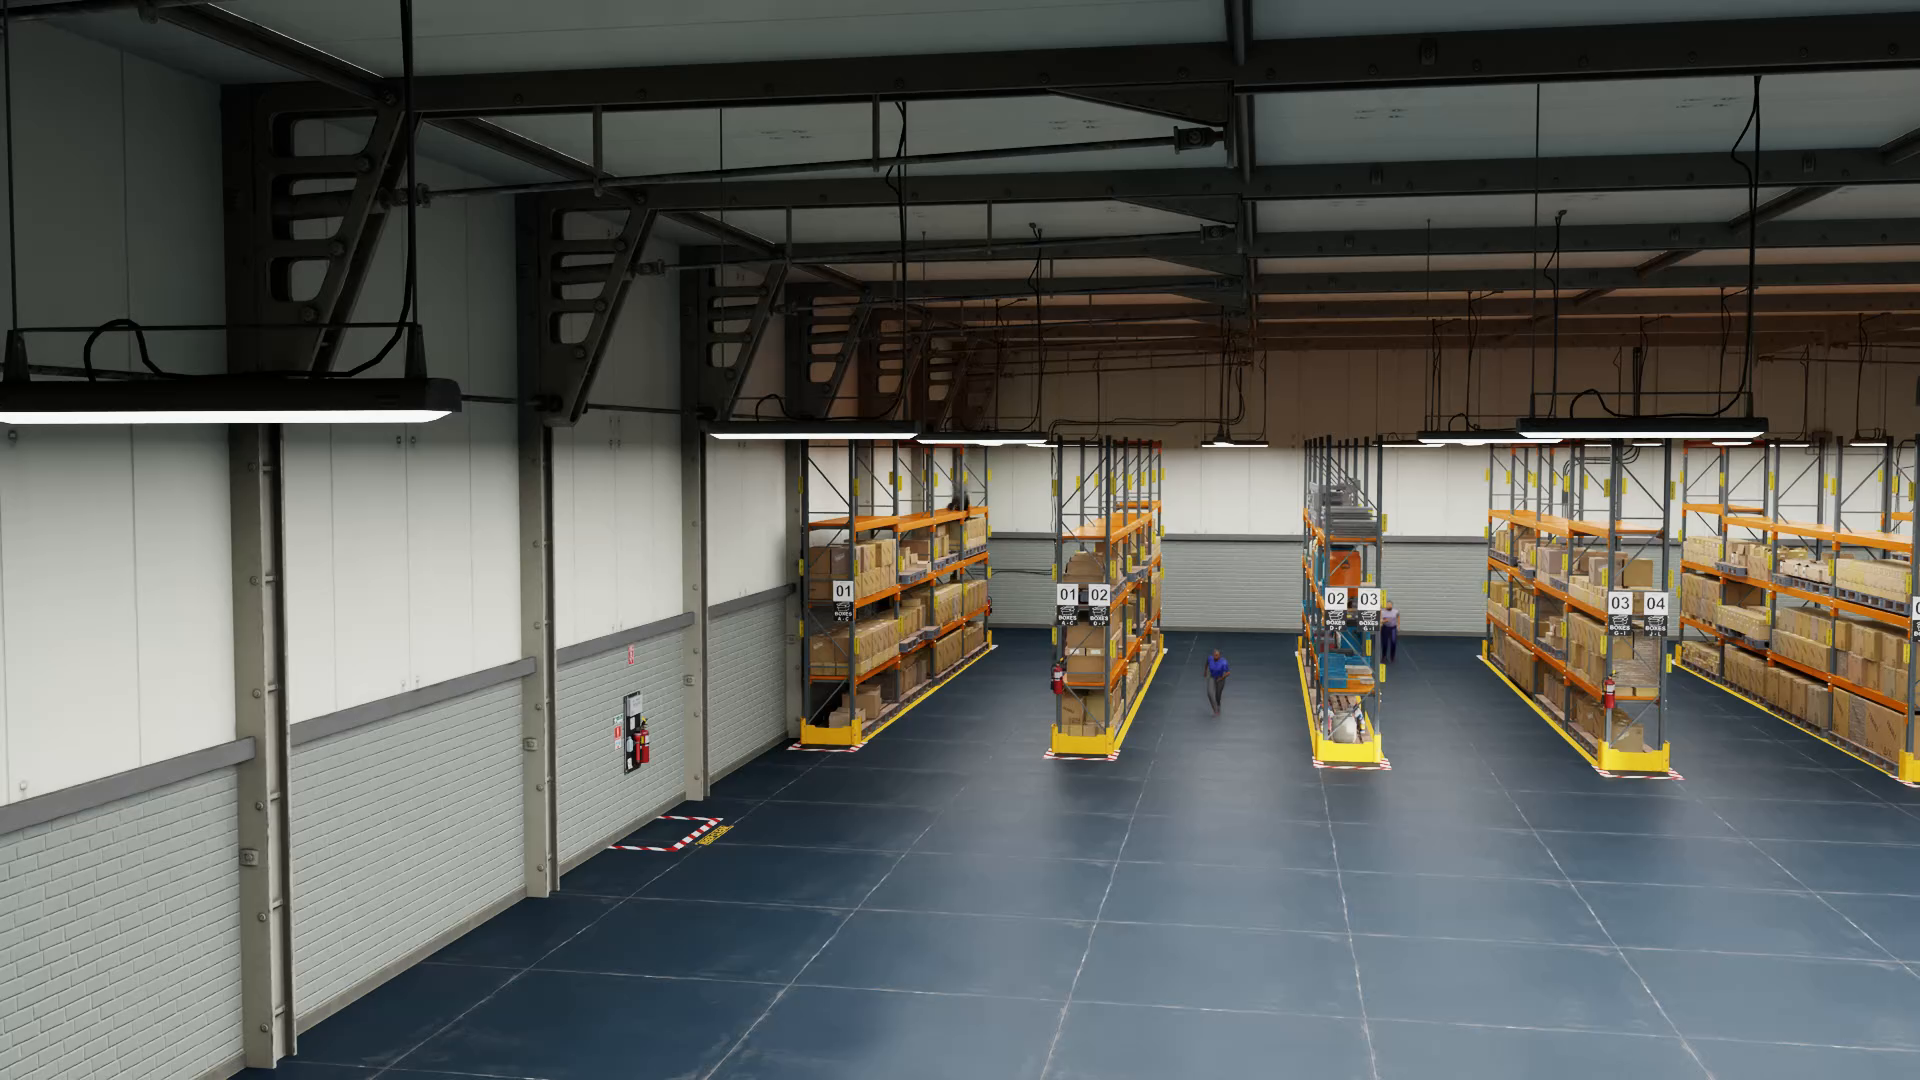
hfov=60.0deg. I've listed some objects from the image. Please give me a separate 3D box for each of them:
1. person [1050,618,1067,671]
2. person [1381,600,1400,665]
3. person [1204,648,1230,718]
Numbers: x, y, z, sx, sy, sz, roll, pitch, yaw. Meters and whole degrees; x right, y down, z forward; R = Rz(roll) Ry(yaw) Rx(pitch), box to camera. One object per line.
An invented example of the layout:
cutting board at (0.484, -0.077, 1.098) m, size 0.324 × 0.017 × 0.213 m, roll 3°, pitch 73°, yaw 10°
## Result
person at (2.636, 2.563, 42.789) m, size 0.691 × 1.687 × 0.666 m, roll 1°, pitch 3°, yaw 24°
person at (11.568, 2.469, 44.833) m, size 0.601 × 1.695 × 0.851 m, roll 0°, pitch 3°, yaw 8°
person at (5.535, 3.028, 35.779) m, size 0.600 × 1.487 × 1.012 m, roll 1°, pitch 3°, yaw 16°
